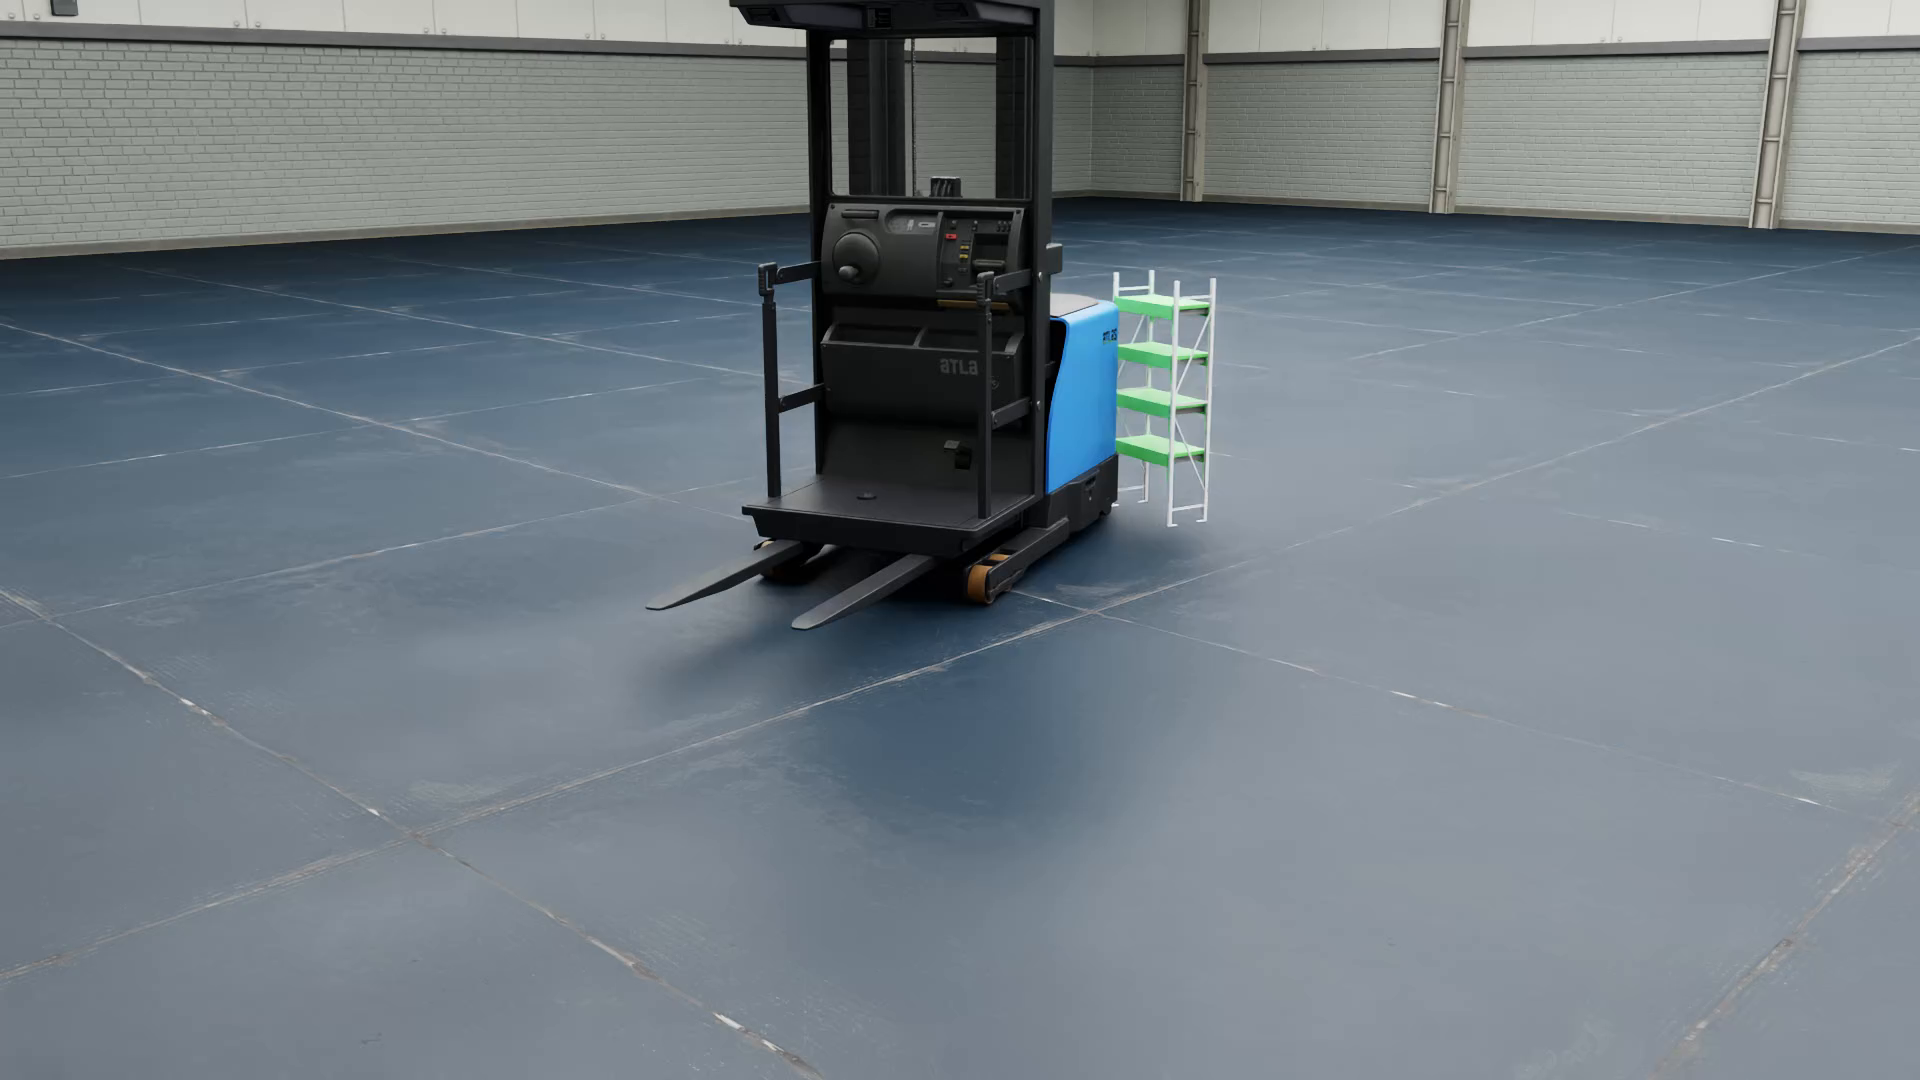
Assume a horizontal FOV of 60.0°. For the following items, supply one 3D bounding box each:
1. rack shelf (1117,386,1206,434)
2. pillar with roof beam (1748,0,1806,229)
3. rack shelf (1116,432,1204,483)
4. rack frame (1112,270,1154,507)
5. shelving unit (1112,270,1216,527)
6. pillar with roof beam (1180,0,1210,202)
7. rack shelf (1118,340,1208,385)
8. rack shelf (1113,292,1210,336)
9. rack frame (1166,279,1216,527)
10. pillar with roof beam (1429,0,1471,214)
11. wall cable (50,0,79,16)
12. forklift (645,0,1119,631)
[{"bbox_3d":[0.998,-0.651,8.305,0.258,0.148,0.480,-9,17,-29],"label":"rack shelf"},{"bbox_3d":[10.719,-8.899,24.237,0.400,9.000,9.100,14,20,42],"label":"pillar with roof beam"},{"bbox_3d":[0.999,-0.419,8.366,0.258,0.148,0.480,-9,17,-29],"label":"rack shelf"},{"bbox_3d":[0.874,-0.766,8.492,0.240,1.200,0.015,-9,17,-29],"label":"rack frame"},{"bbox_3d":[0.998,-0.713,8.289,0.258,1.200,0.503,-9,17,-29],"label":"shelving unit"},{"bbox_3d":[2.080,-10.999,32.297,0.400,9.000,9.100,14,20,42],"label":"pillar with roof beam"},{"bbox_3d":[0.998,-0.883,8.244,0.258,0.148,0.480,-9,17,-29],"label":"rack shelf"},{"bbox_3d":[0.998,-1.116,8.184,0.258,0.148,0.480,-9,17,-29],"label":"rack shelf"},{"bbox_3d":[1.123,-0.660,8.086,0.240,1.200,0.015,-9,17,-29],"label":"rack frame"},{"bbox_3d":[6.400,-9.949,28.267,0.400,9.000,9.100,14,20,42],"label":"pillar with roof beam"},{"bbox_3d":[-11.398,-10.184,22.427,0.169,6.003,2.305,14,20,42],"label":"wall cable"},{"bbox_3d":[-0.250,-1.273,7.003,1.130,2.935,3.031,6,16,23],"label":"forklift"}]
